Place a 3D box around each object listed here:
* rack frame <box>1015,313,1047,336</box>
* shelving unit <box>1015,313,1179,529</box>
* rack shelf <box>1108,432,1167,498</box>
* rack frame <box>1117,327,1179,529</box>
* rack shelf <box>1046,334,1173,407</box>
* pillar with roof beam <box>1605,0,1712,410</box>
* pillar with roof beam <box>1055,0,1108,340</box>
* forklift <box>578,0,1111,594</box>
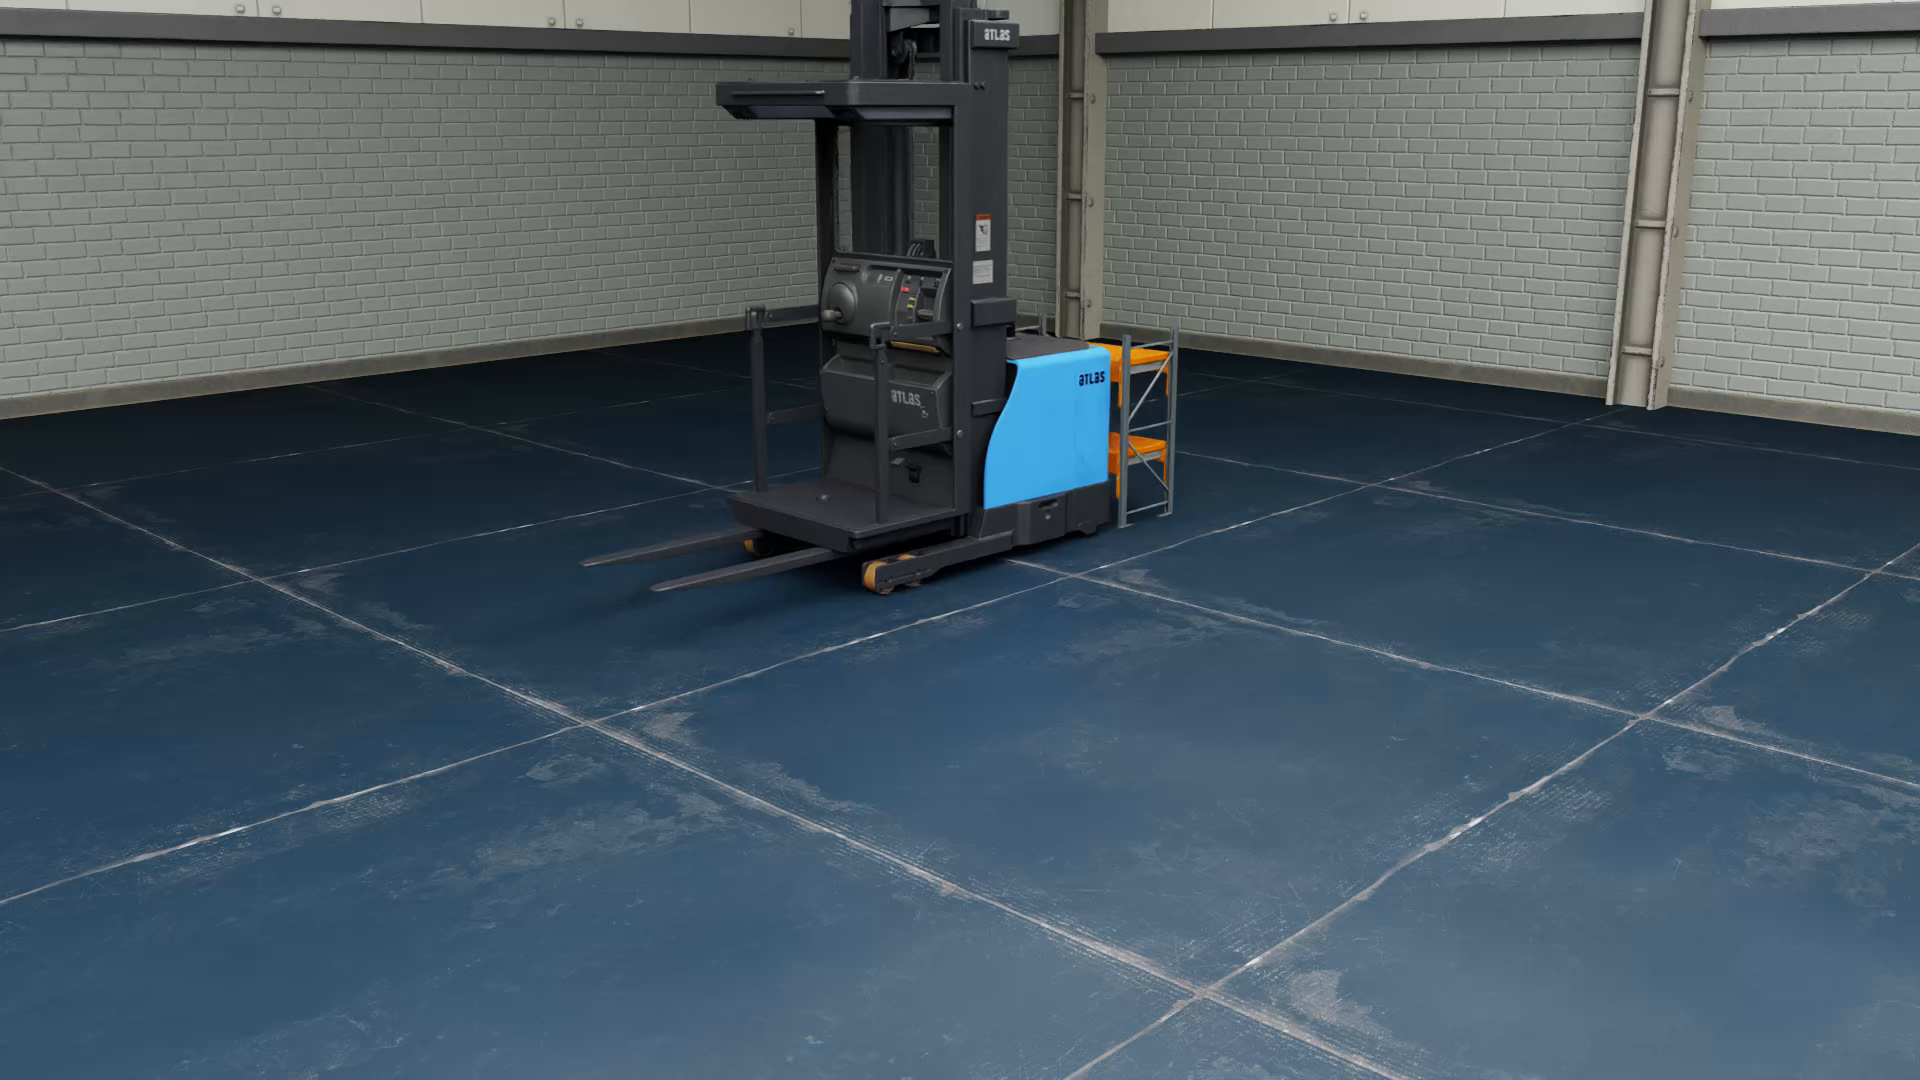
[{"bbox_3d":[0.362,-0.835,10.406,0.032,1.125,0.500,13,20,42],"label":"rack frame"},{"bbox_3d":[0.732,-0.747,10.069,1.048,1.125,0.538,13,20,42],"label":"shelving unit"},{"bbox_3d":[0.732,-0.511,10.131,1.000,0.278,0.538,13,20,42],"label":"rack shelf"},{"bbox_3d":[1.102,-0.659,9.732,0.032,1.125,0.500,13,20,42],"label":"rack frame"},{"bbox_3d":[0.732,-1.030,9.995,1.000,0.278,0.538,13,20,42],"label":"rack shelf"},{"bbox_3d":[2.591,-4.689,9.581,0.400,9.000,9.100,14,20,42],"label":"pillar with roof beam"},{"bbox_3d":[-1.728,-5.739,13.611,0.400,9.000,9.100,14,20,42],"label":"pillar with roof beam"},{"bbox_3d":[-0.544,-1.292,8.579,3.031,2.935,1.130,-14,20,-42],"label":"forklift"}]
